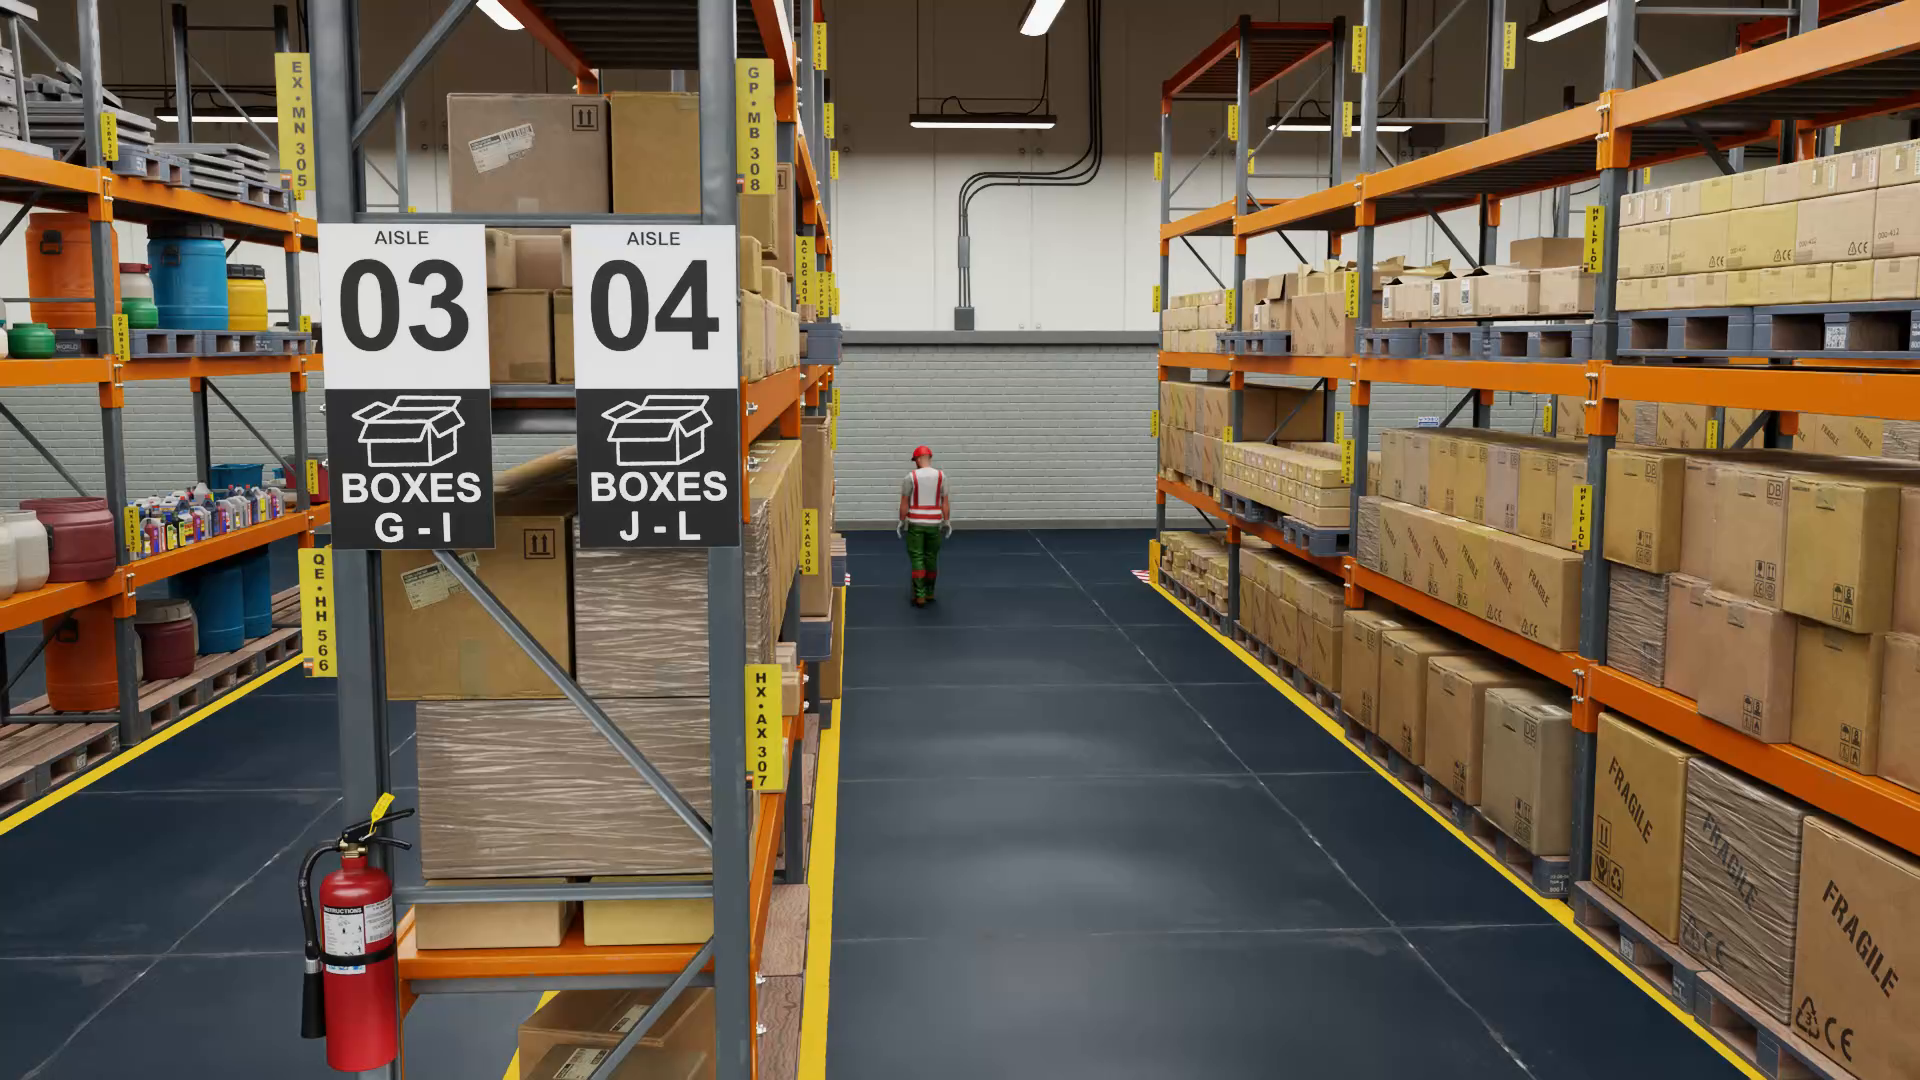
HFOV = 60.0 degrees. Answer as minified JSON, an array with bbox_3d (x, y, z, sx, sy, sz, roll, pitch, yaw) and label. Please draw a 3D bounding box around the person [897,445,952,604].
[{"bbox_3d":[-3.368,0.484,13.039,9.046,1.764,10.338,-2,7,-14],"label":"person"}]
